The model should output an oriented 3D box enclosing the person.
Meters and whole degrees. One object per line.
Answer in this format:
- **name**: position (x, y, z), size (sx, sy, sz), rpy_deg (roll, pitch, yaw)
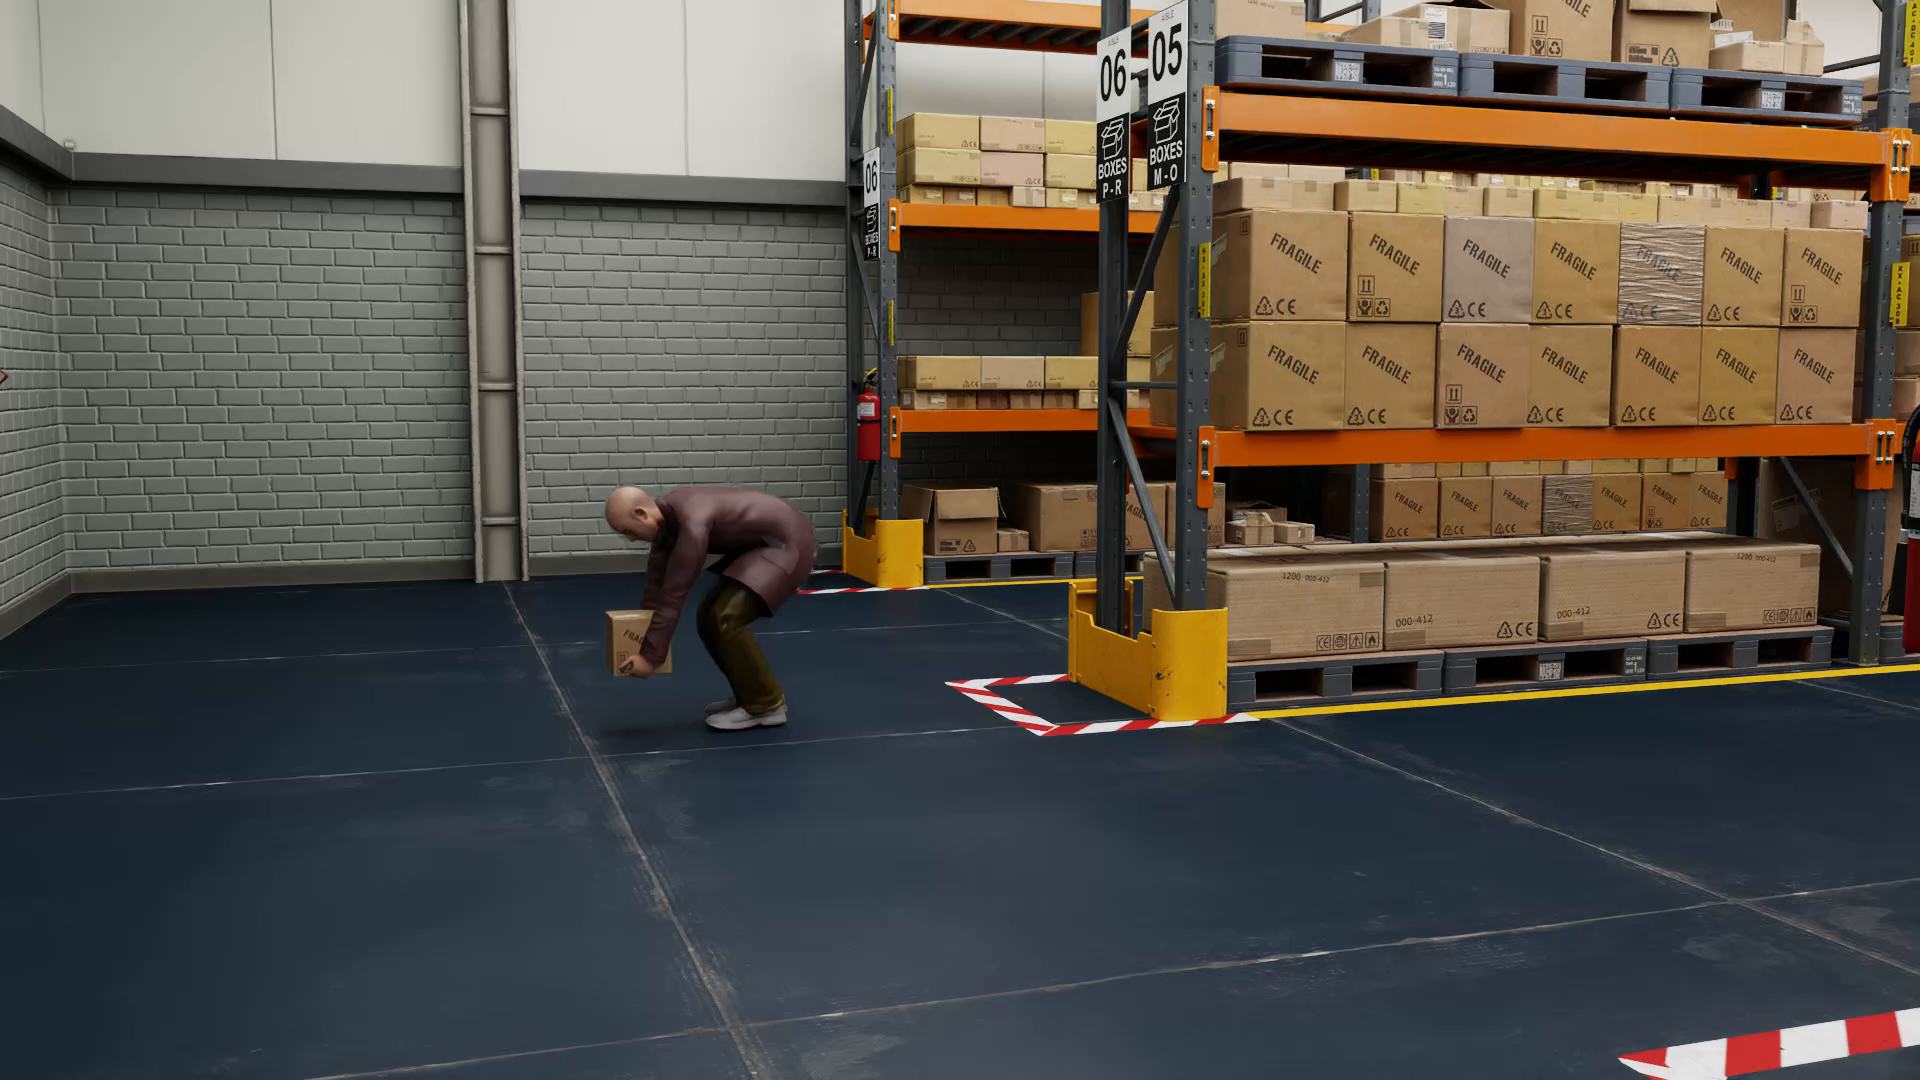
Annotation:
- **person**: position (-1.095, 0.290, 7.378), size (0.941, 1.078, 0.582), rpy_deg (-2, 6, -21)
